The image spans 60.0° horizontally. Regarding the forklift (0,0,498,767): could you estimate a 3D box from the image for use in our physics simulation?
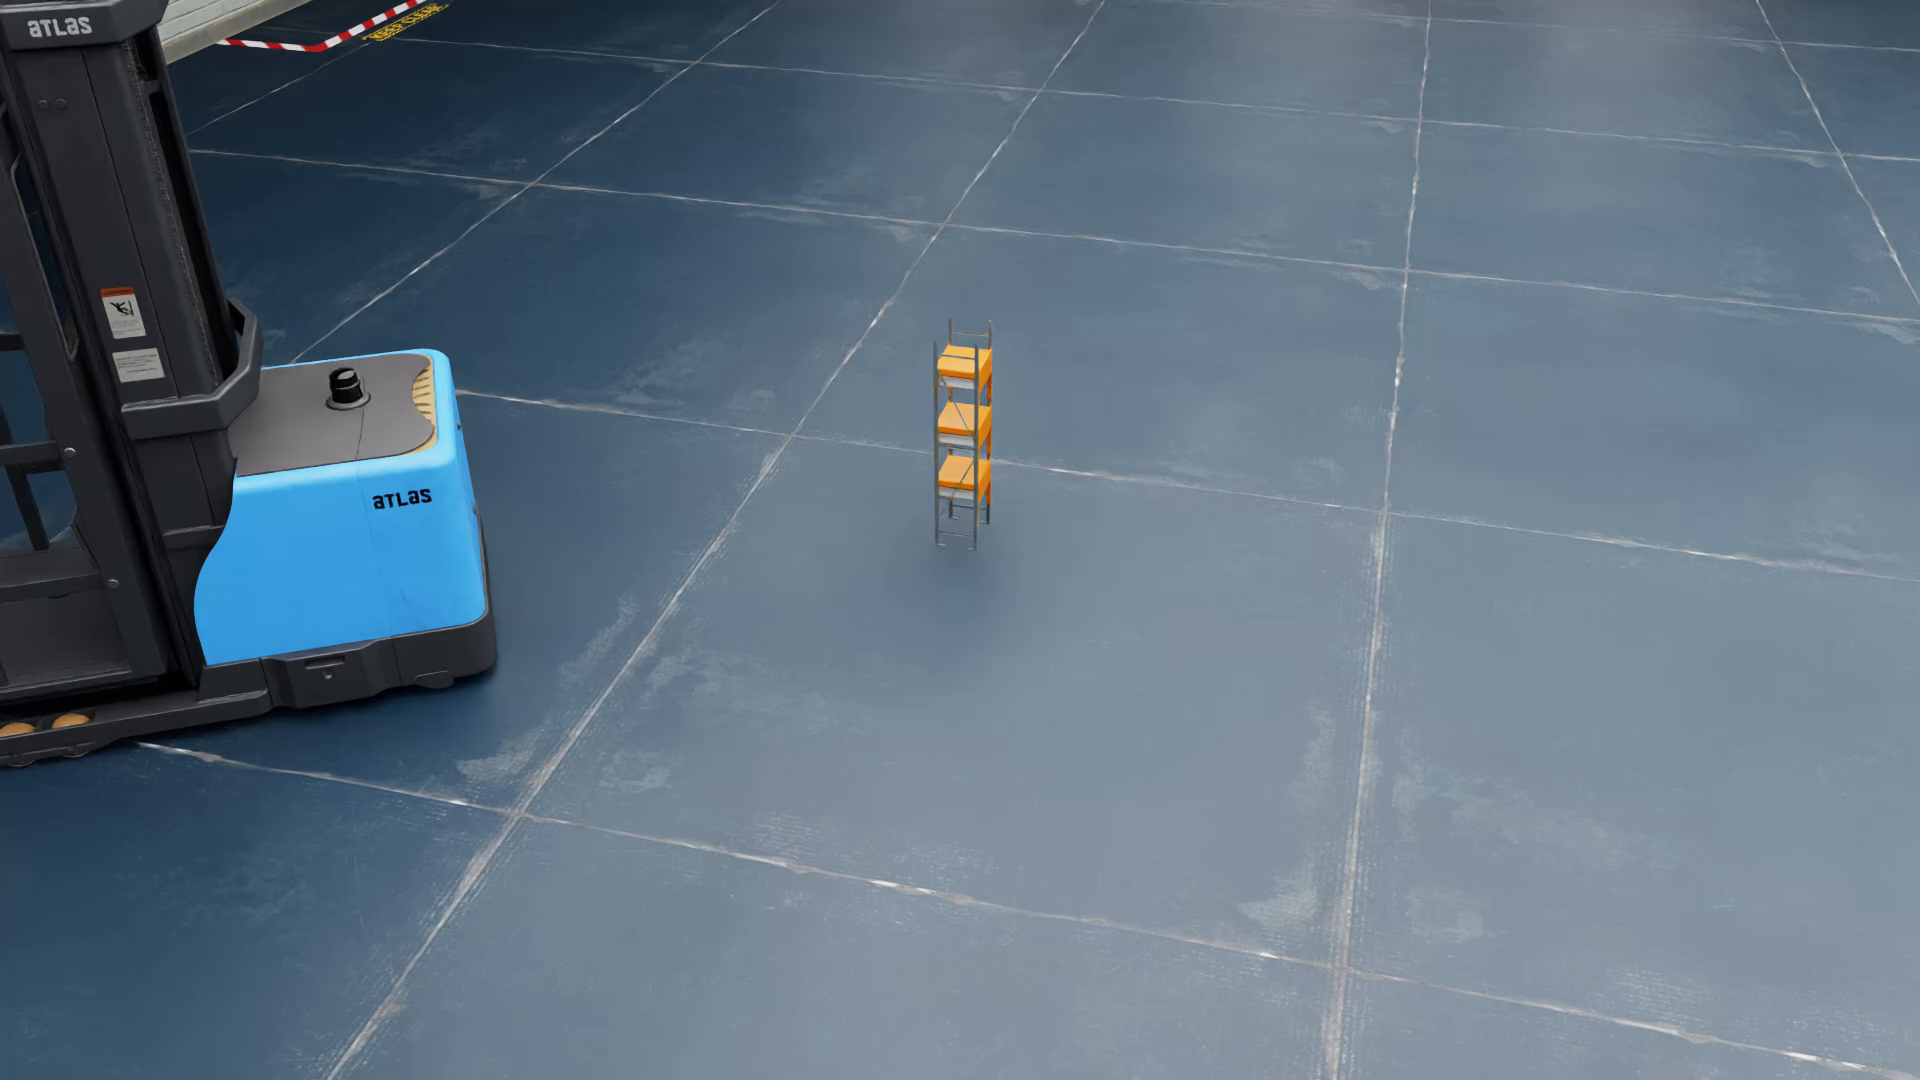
[{"bbox_3d":[-3.481,-0.684,6.095,3.031,2.935,1.130,-9,34,-14],"label":"forklift"}]

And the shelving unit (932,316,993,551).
[{"bbox_3d":[0.014,-0.471,7.512,0.215,1.050,0.252,8,33,12],"label":"shelving unit"}]

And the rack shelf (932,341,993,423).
[{"bbox_3d":[0.014,-0.701,7.365,0.215,0.259,0.240,8,33,12],"label":"rack shelf"}]

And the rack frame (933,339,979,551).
[{"bbox_3d":[-0.017,-0.408,7.412,0.200,1.050,0.008,8,33,12],"label":"rack frame"}]

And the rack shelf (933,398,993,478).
[{"bbox_3d":[0.014,-0.462,7.518,0.215,0.259,0.240,8,33,12],"label":"rack shelf"}]

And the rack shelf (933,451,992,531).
[{"bbox_3d":[0.014,-0.227,7.667,0.215,0.259,0.240,8,33,12],"label":"rack shelf"}]

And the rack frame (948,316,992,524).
[{"bbox_3d":[0.045,-0.534,7.612,0.200,1.050,0.008,8,33,12],"label":"rack frame"}]
